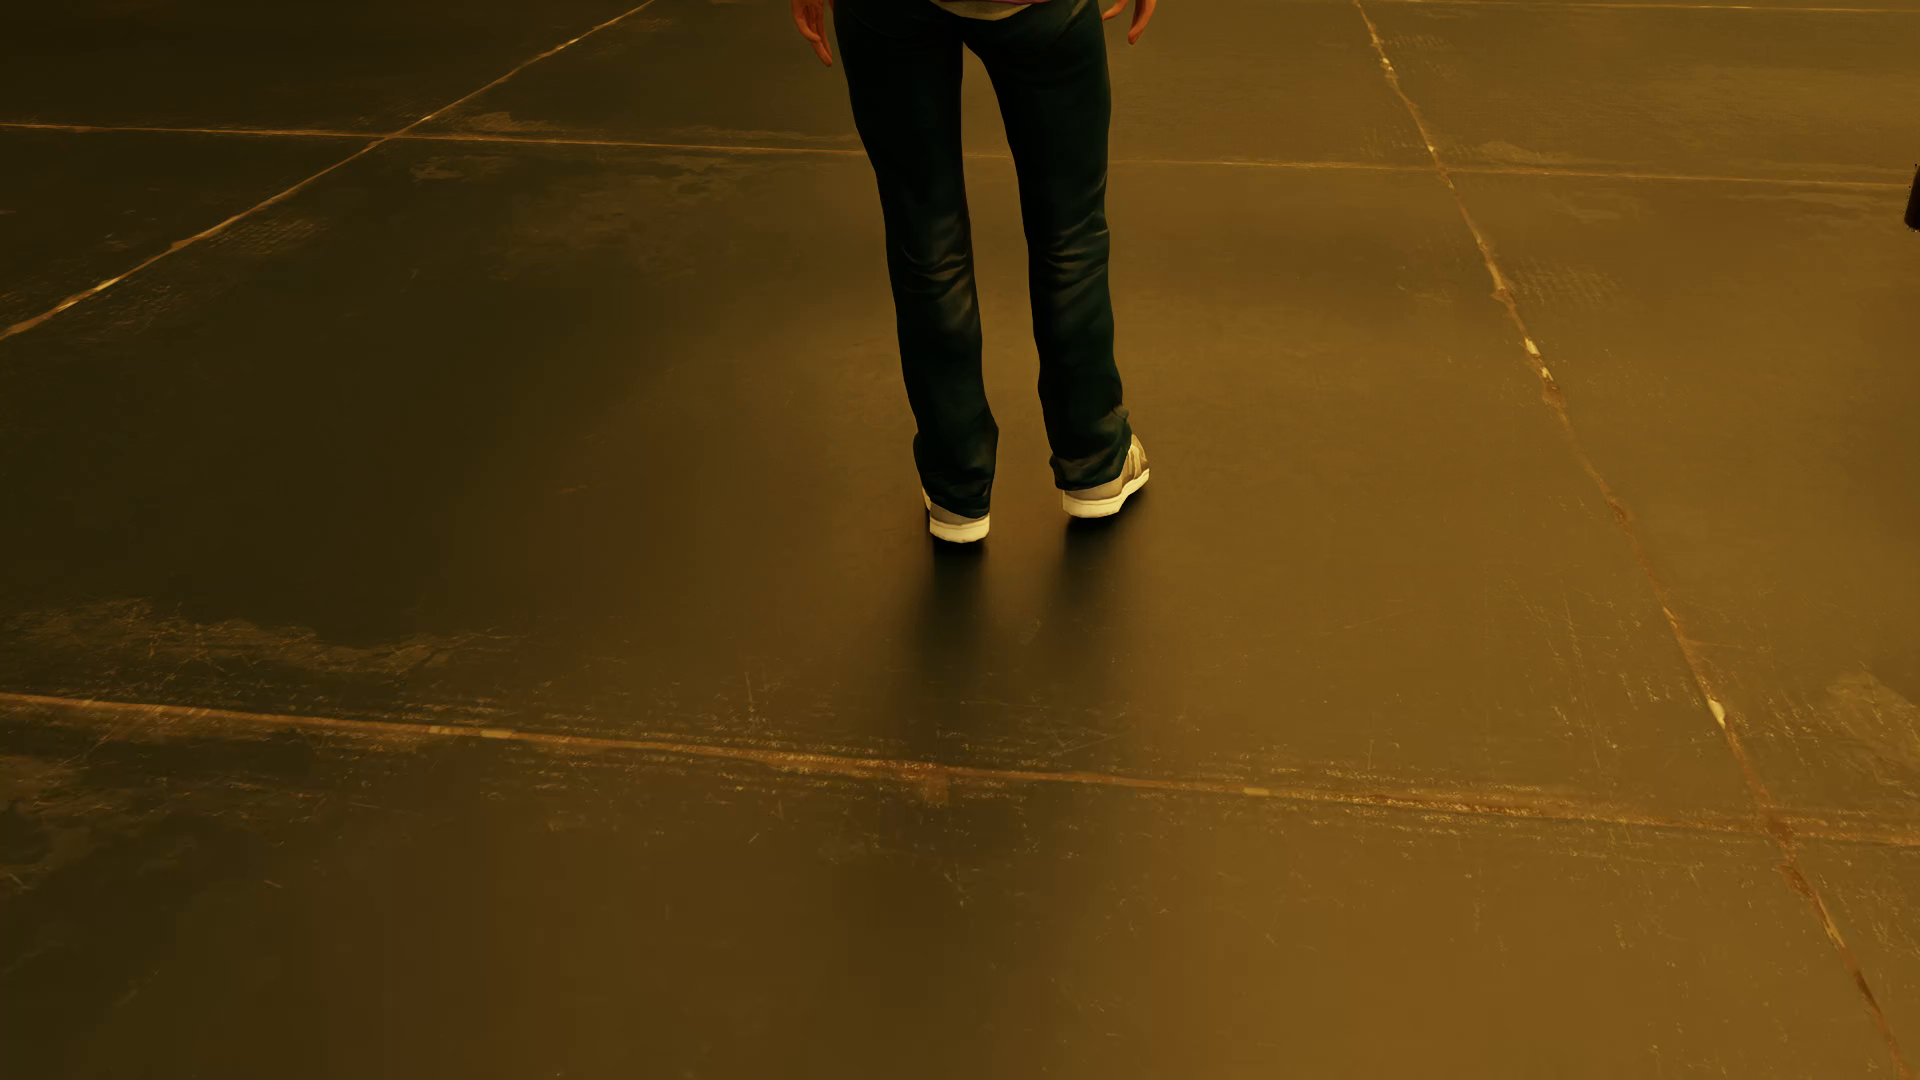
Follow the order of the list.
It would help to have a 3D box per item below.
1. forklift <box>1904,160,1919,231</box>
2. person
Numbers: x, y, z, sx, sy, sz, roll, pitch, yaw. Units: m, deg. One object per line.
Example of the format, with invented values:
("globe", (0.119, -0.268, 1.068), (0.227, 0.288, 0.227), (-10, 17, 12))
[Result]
("forklift", (3.708, -2.034, 3.294), (3.031, 2.935, 1.130), (-11, 29, -21))
("person", (0.024, -0.753, 2.204), (0.520, 1.597, 0.476), (3, 27, 7))
